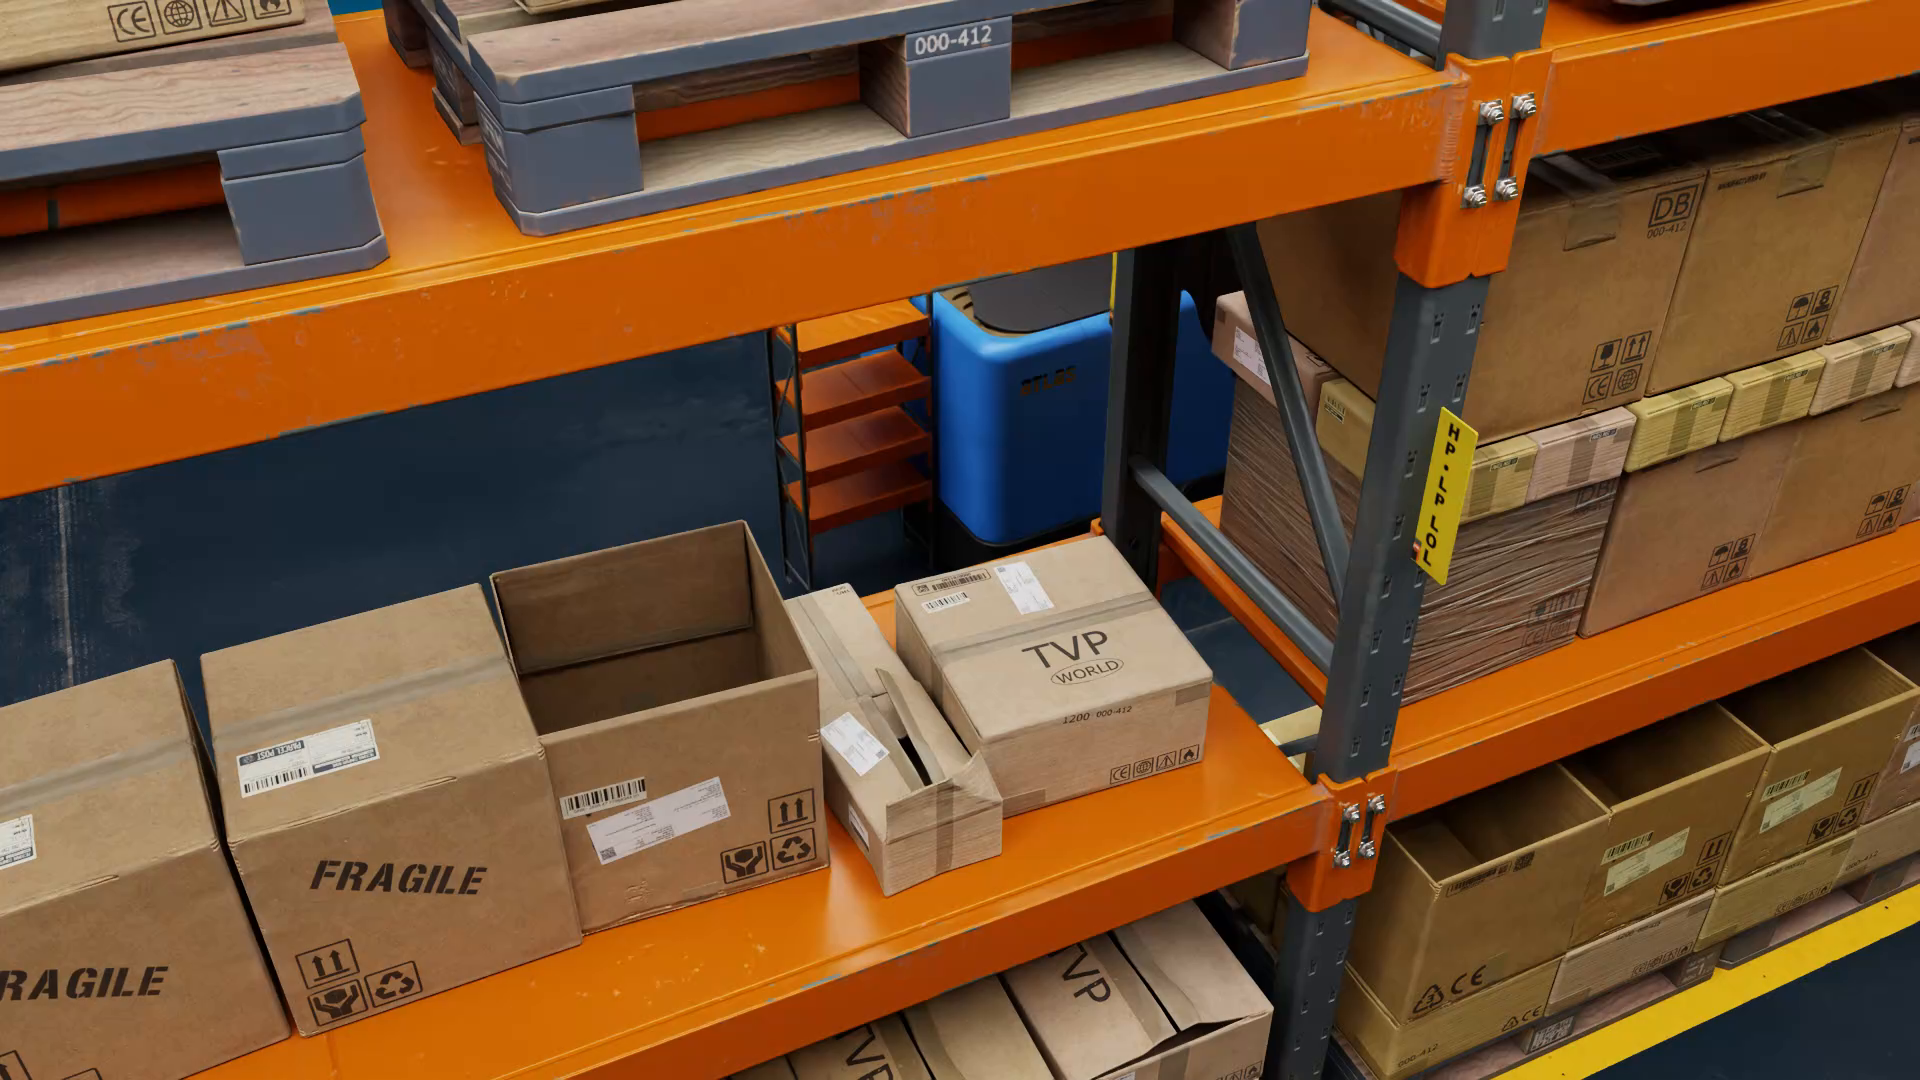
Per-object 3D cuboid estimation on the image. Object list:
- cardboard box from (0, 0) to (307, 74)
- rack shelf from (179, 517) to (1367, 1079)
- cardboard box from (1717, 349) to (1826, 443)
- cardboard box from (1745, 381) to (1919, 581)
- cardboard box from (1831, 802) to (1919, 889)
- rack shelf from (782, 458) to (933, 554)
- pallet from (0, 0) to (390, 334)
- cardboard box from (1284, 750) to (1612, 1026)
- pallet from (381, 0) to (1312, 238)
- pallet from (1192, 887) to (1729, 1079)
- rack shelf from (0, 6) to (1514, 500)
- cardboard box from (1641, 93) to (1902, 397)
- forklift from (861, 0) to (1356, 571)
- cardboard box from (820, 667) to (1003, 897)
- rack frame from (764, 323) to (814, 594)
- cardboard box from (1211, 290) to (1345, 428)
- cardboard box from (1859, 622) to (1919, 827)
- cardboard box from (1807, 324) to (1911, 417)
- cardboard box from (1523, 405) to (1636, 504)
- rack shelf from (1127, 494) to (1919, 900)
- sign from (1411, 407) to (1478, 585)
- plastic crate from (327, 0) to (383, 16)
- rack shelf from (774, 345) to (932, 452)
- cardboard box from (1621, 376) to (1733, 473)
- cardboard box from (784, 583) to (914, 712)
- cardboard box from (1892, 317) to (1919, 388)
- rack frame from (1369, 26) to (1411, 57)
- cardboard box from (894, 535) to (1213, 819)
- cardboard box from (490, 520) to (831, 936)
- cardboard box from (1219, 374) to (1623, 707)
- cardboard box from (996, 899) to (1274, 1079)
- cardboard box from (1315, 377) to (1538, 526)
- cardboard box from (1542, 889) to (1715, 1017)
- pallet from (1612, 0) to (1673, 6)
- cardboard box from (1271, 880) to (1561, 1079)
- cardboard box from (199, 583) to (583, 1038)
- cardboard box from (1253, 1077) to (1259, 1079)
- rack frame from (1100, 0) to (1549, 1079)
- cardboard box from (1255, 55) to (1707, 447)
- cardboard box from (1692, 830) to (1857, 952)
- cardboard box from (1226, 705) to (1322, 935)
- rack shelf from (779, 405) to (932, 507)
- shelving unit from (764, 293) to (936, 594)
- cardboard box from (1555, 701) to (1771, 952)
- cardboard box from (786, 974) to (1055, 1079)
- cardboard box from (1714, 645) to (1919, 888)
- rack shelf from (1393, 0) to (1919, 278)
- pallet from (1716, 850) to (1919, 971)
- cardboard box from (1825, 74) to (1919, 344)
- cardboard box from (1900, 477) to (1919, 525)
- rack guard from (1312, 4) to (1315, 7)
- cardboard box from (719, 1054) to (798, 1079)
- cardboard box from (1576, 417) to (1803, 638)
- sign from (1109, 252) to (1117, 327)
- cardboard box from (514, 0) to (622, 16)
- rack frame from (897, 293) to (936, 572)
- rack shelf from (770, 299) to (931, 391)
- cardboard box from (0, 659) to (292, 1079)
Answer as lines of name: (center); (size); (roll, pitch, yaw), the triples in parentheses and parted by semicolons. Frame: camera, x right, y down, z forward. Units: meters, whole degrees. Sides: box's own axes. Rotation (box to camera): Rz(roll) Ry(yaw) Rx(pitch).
cardboard box: (-1.148, -0.794, 2.058); (0.500, 0.250, 0.500); (-19, 41, -24)
rack shelf: (-1.201, 0.863, 3.172); (4.000, 0.370, 1.077); (-16, 39, -20)
cardboard box: (1.632, -0.393, 3.633); (0.250, 0.149, 0.380); (-16, 39, -20)
cardboard box: (1.939, -0.349, 4.119); (0.500, 0.500, 0.700); (-15, 39, -19)
cardboard box: (2.518, 0.673, 4.781); (0.500, 0.250, 0.500); (-16, 39, -20)
rack shelf: (-0.366, -0.145, 5.884); (0.480, 0.148, 0.258); (-19, 40, -23)
pallet: (-1.424, -0.553, 2.118); (1.213, 0.211, 1.003); (-14, 39, -18)
cardboard box: (1.162, 0.754, 4.041); (0.500, 0.500, 0.500); (-16, 39, -20)
pallet: (-0.184, -0.829, 2.493); (1.217, 0.209, 0.805); (-17, 40, -22)
pallet: (1.347, 1.010, 4.712); (1.213, 0.211, 1.003); (-16, 39, -20)
rack shelf: (-1.201, -0.341, 2.278); (4.000, 0.370, 1.077); (-16, 39, -20)
cardboard box: (1.465, -0.737, 3.553); (0.500, 0.500, 0.700); (-16, 39, -20)
forklift: (1.152, -1.601, 5.948); (3.031, 2.935, 1.130); (-19, 40, -23)
cardboard box: (-0.109, 0.444, 3.246); (0.258, 0.266, 0.396); (-17, 40, -21)
rack frame: (-0.578, -0.286, 5.629); (0.015, 1.200, 0.240); (-19, 40, -23)
cardboard box: (0.764, -0.417, 3.666); (0.250, 0.149, 0.380); (-16, 39, -20)
cardboard box: (2.519, 0.373, 4.555); (0.500, 0.500, 0.500); (-16, 39, -20)
cardboard box: (1.859, -0.455, 3.717); (0.250, 0.149, 0.380); (-17, 40, -21)
cardboard box: (1.162, -0.260, 3.454); (0.250, 0.149, 0.380); (-15, 39, -19)
rack shelf: (2.420, -0.149, 4.537); (4.000, 0.370, 1.077); (-16, 39, -20)
sign: (0.849, -0.075, 2.927); (0.005, 0.325, 0.100); (-16, 39, -20)
plastic crate: (-2.358, -2.150, 6.645); (0.575, 0.384, 0.392); (-16, 39, -20)
rack shelf: (-0.366, -0.484, 5.632); (0.480, 0.148, 0.258); (-19, 40, -23)
cardboard box: (1.395, -0.326, 3.543); (0.250, 0.149, 0.380); (-17, 40, -21)
cardboard box: (-0.280, 0.283, 3.561); (0.250, 0.149, 0.380); (-16, 39, -20)
cardboard box: (2.100, -0.524, 3.811); (0.250, 0.149, 0.380); (-17, 40, -21)
rack frame: (2.129, -3.616, 8.608); (0.127, 3.000, 1.000); (-16, 39, -20)
cardboard box: (0.182, 0.277, 3.485); (0.500, 0.250, 0.500); (-13, 39, -17)
cardboard box: (-0.570, 0.347, 3.180); (0.500, 0.500, 0.500); (-13, 38, -17)
cardboard box: (1.008, -0.088, 3.766); (0.500, 0.500, 0.700); (-17, 40, -21)
cardboard box: (0.364, 1.036, 3.820); (0.500, 0.311, 0.500); (-16, 39, -20)
cardboard box: (0.935, -0.196, 3.368); (0.250, 0.149, 0.380); (-16, 39, -20)
cardboard box: (1.613, 0.926, 4.439); (0.500, 0.250, 0.500); (-16, 39, -20)
pallet: (1.370, -1.331, 3.083); (1.213, 0.211, 1.003); (-16, 39, -20)
cardboard box: (1.158, 1.050, 4.272); (0.500, 0.250, 0.500); (-16, 39, -20)
cardboard box: (-1.023, 0.474, 3.009); (0.500, 0.500, 0.500); (-16, 39, -20)
cardboard box: (0.357, 1.265, 3.982); (0.500, 0.250, 0.500); (-16, 39, -20)
rack frame: (0.609, 0.068, 3.640); (0.127, 3.000, 1.000); (-16, 39, -20)
cardboard box: (1.008, -0.609, 3.380); (0.500, 0.500, 0.700); (-15, 39, -20)
cardboard box: (2.067, 0.803, 4.606); (0.500, 0.250, 0.500); (-16, 39, -20)
cardboard box: (0.936, 0.769, 4.651); (0.500, 0.250, 0.500); (-16, 39, -20)
rack shelf: (-0.366, -0.304, 5.766); (0.480, 0.148, 0.258); (-19, 40, -23)
shelving unit: (-0.366, -0.358, 5.726); (0.503, 1.200, 0.258); (-19, 40, -23)
cardboard box: (1.611, 0.623, 4.218); (0.500, 0.500, 0.500); (-16, 39, -20)
cardboard box: (-0.104, 1.171, 3.638); (0.500, 0.311, 0.500); (-15, 39, -19)
cardboard box: (2.067, 0.501, 4.383); (0.500, 0.500, 0.500); (-16, 39, -20)
rack shelf: (2.420, -1.354, 3.643); (4.000, 0.370, 1.077); (-16, 39, -20)
pallet: (2.453, 0.698, 5.131); (1.213, 0.211, 1.003); (-16, 39, -20)
cardboard box: (1.919, -0.864, 3.724); (0.500, 0.500, 0.700); (-16, 39, -20)
cardboard box: (2.402, -0.480, 4.295); (0.500, 0.500, 0.700); (-14, 39, -19)
rack guard: (2.080, -2.568, 9.292); (0.348, 0.500, 1.175); (-16, 39, -20)
cardboard box: (-0.557, 1.296, 3.470); (0.500, 0.311, 0.500); (-16, 39, -20)
cardboard box: (1.483, -0.225, 3.951); (0.500, 0.500, 0.700); (-16, 39, -20)
sign: (0.372, -0.610, 3.762); (0.005, 0.325, 0.100); (-16, 39, -20)
cardboard box: (-0.449, -0.954, 2.273); (0.500, 0.250, 0.500); (-20, 41, -24)
rack frame: (-0.154, -0.430, 5.822); (0.015, 1.200, 0.240); (-19, 40, -23)
rack shelf: (-0.366, -0.674, 5.491); (0.480, 0.148, 0.258); (-19, 40, -23)
cardboard box: (-1.500, 0.607, 2.830); (0.500, 0.500, 0.500); (-18, 40, -22)
